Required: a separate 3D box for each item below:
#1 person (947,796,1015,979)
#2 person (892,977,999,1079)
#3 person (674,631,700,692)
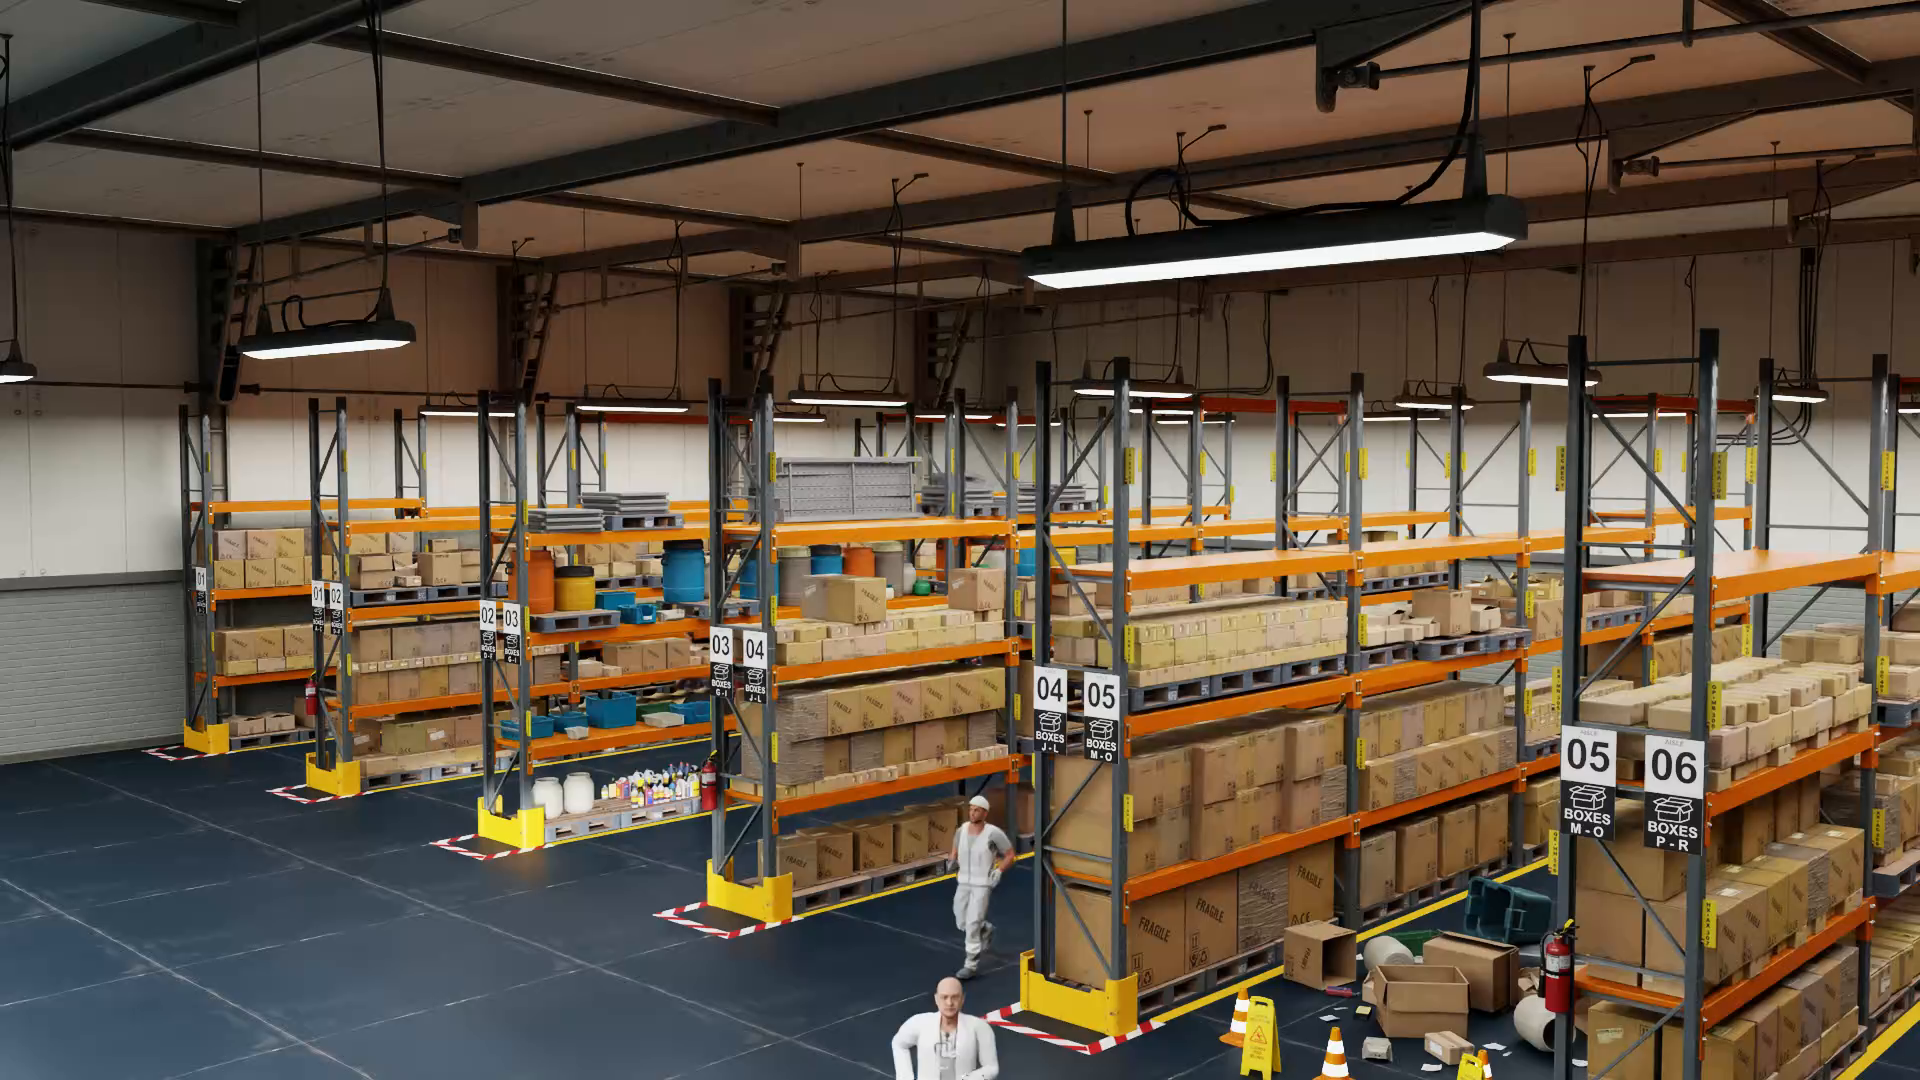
[{"bbox_3d":[0.186,3.417,16.527,0.666,1.755,0.825,2,4,32],"label":"person"},{"bbox_3d":[-0.087,3.714,10.720,0.681,1.776,0.745,0,3,-5],"label":"person"},{"bbox_3d":[-5.285,2.617,32.578,0.541,1.714,0.801,3,4,42],"label":"person"}]
